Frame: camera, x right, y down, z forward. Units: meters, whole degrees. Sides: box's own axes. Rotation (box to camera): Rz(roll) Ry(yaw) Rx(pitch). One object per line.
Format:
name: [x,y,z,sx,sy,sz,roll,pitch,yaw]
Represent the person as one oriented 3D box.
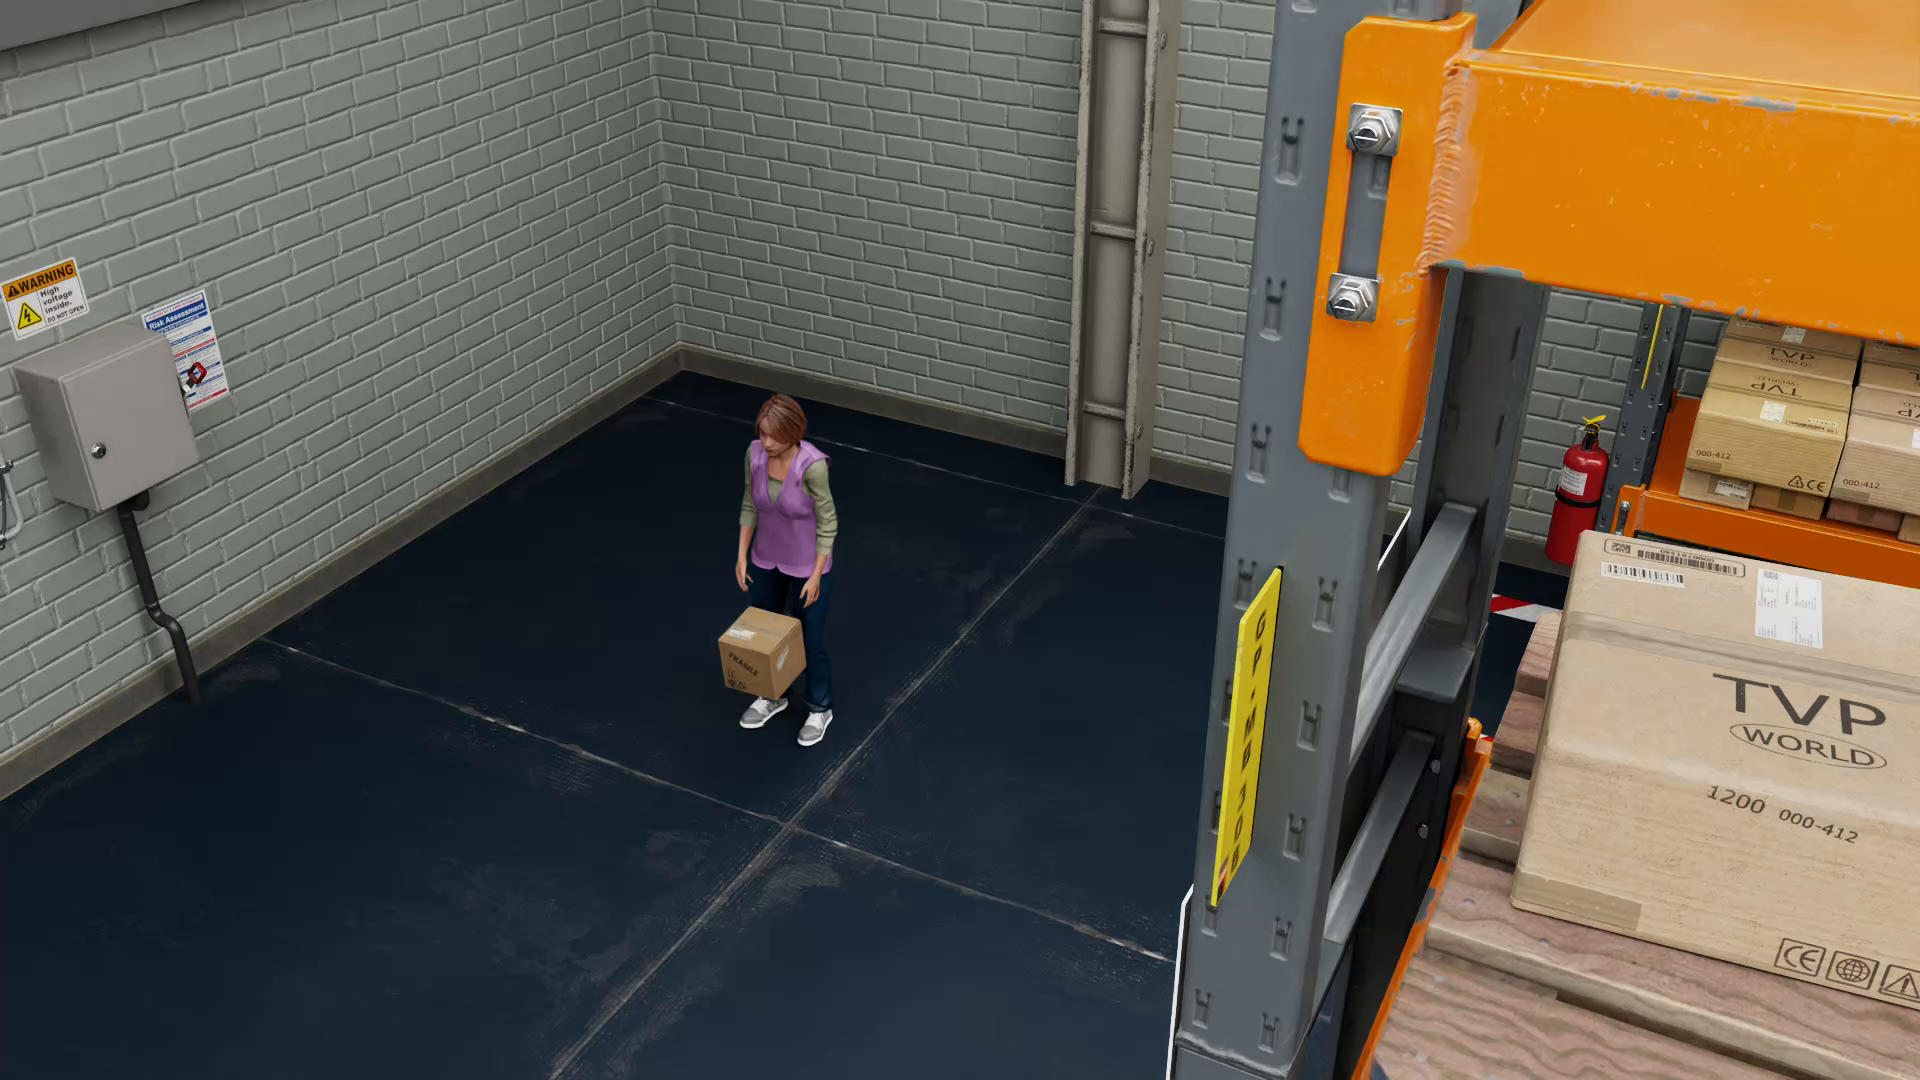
person: [-0.710,0.113,6.943,0.450,1.599,0.339,14,33,22]
